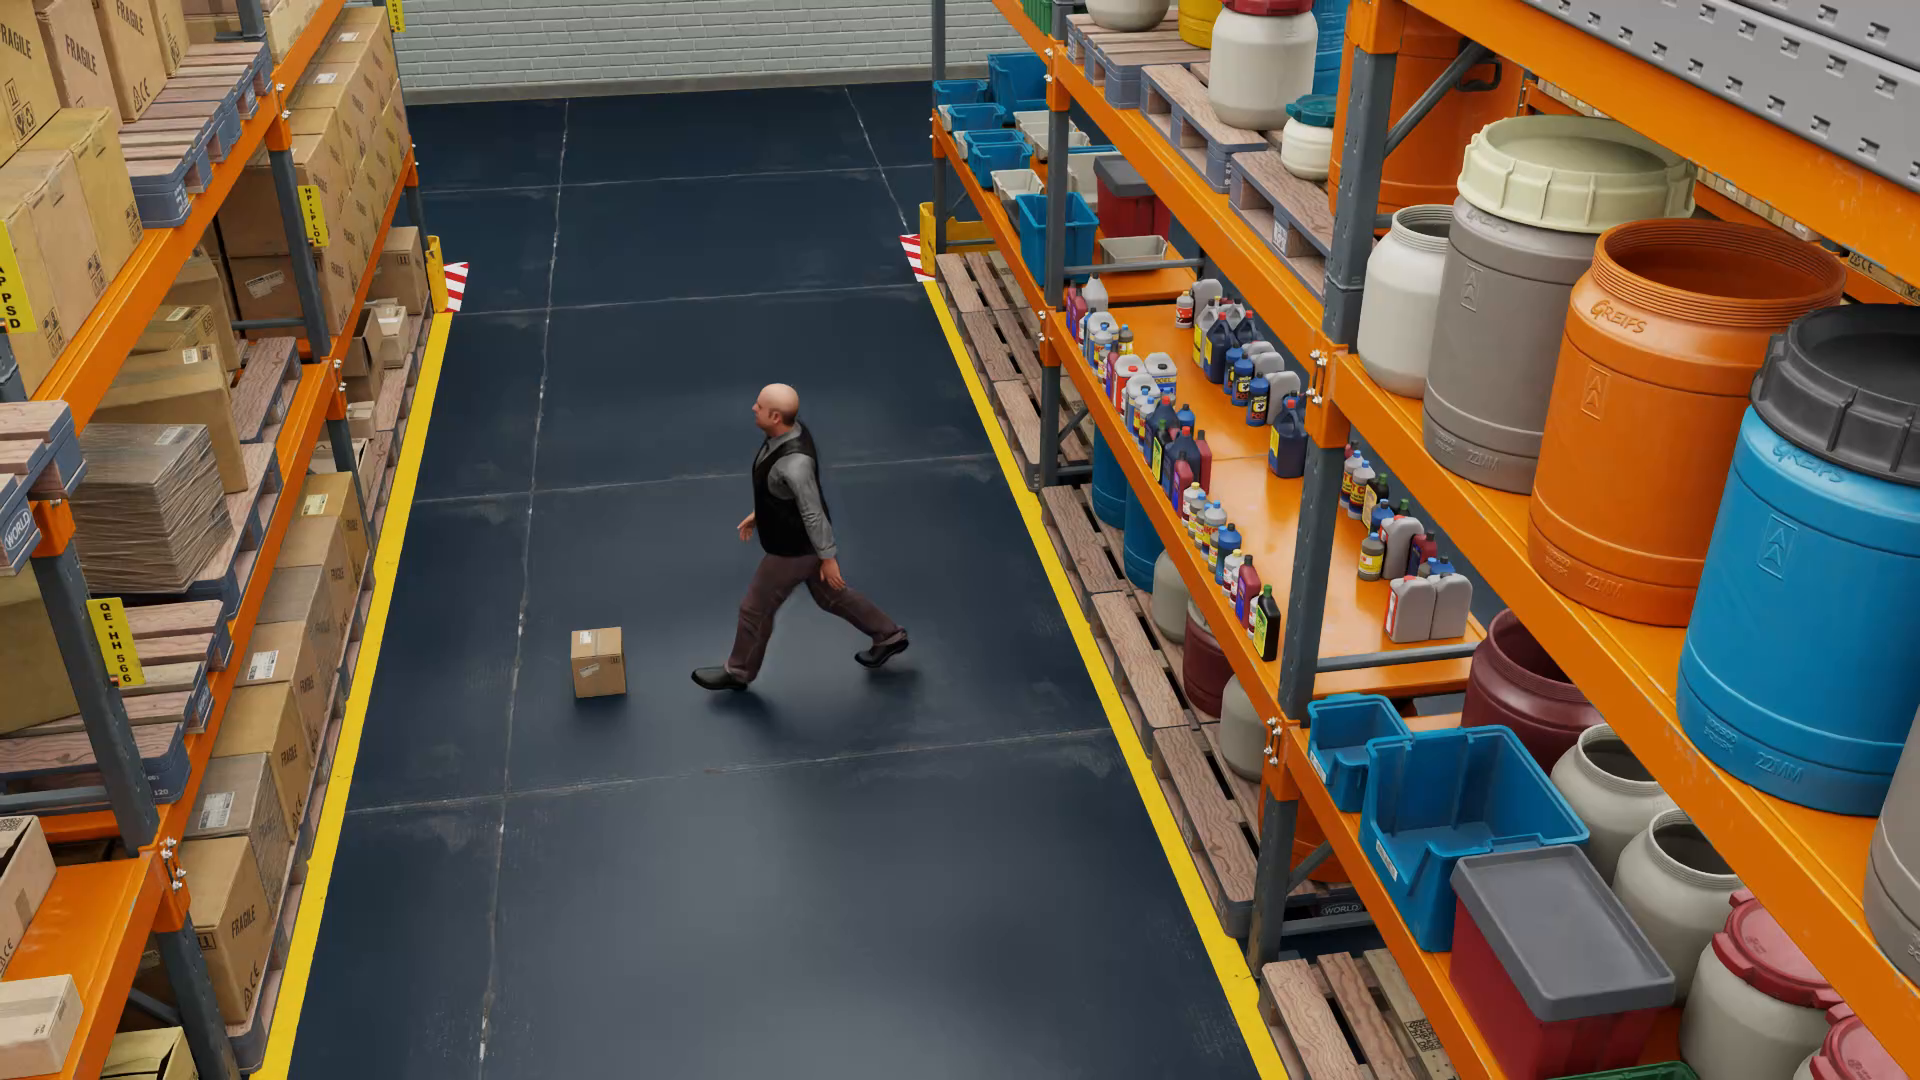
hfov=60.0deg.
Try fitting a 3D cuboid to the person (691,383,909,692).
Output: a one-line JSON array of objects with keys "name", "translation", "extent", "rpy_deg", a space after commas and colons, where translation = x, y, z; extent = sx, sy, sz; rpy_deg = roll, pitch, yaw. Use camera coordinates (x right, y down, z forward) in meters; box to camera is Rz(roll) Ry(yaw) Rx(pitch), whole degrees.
[{"name": "person", "translation": [-0.816, -0.010, 8.213], "extent": [1.103, 1.669, 0.563], "rpy_deg": [0, 30, -1]}]
